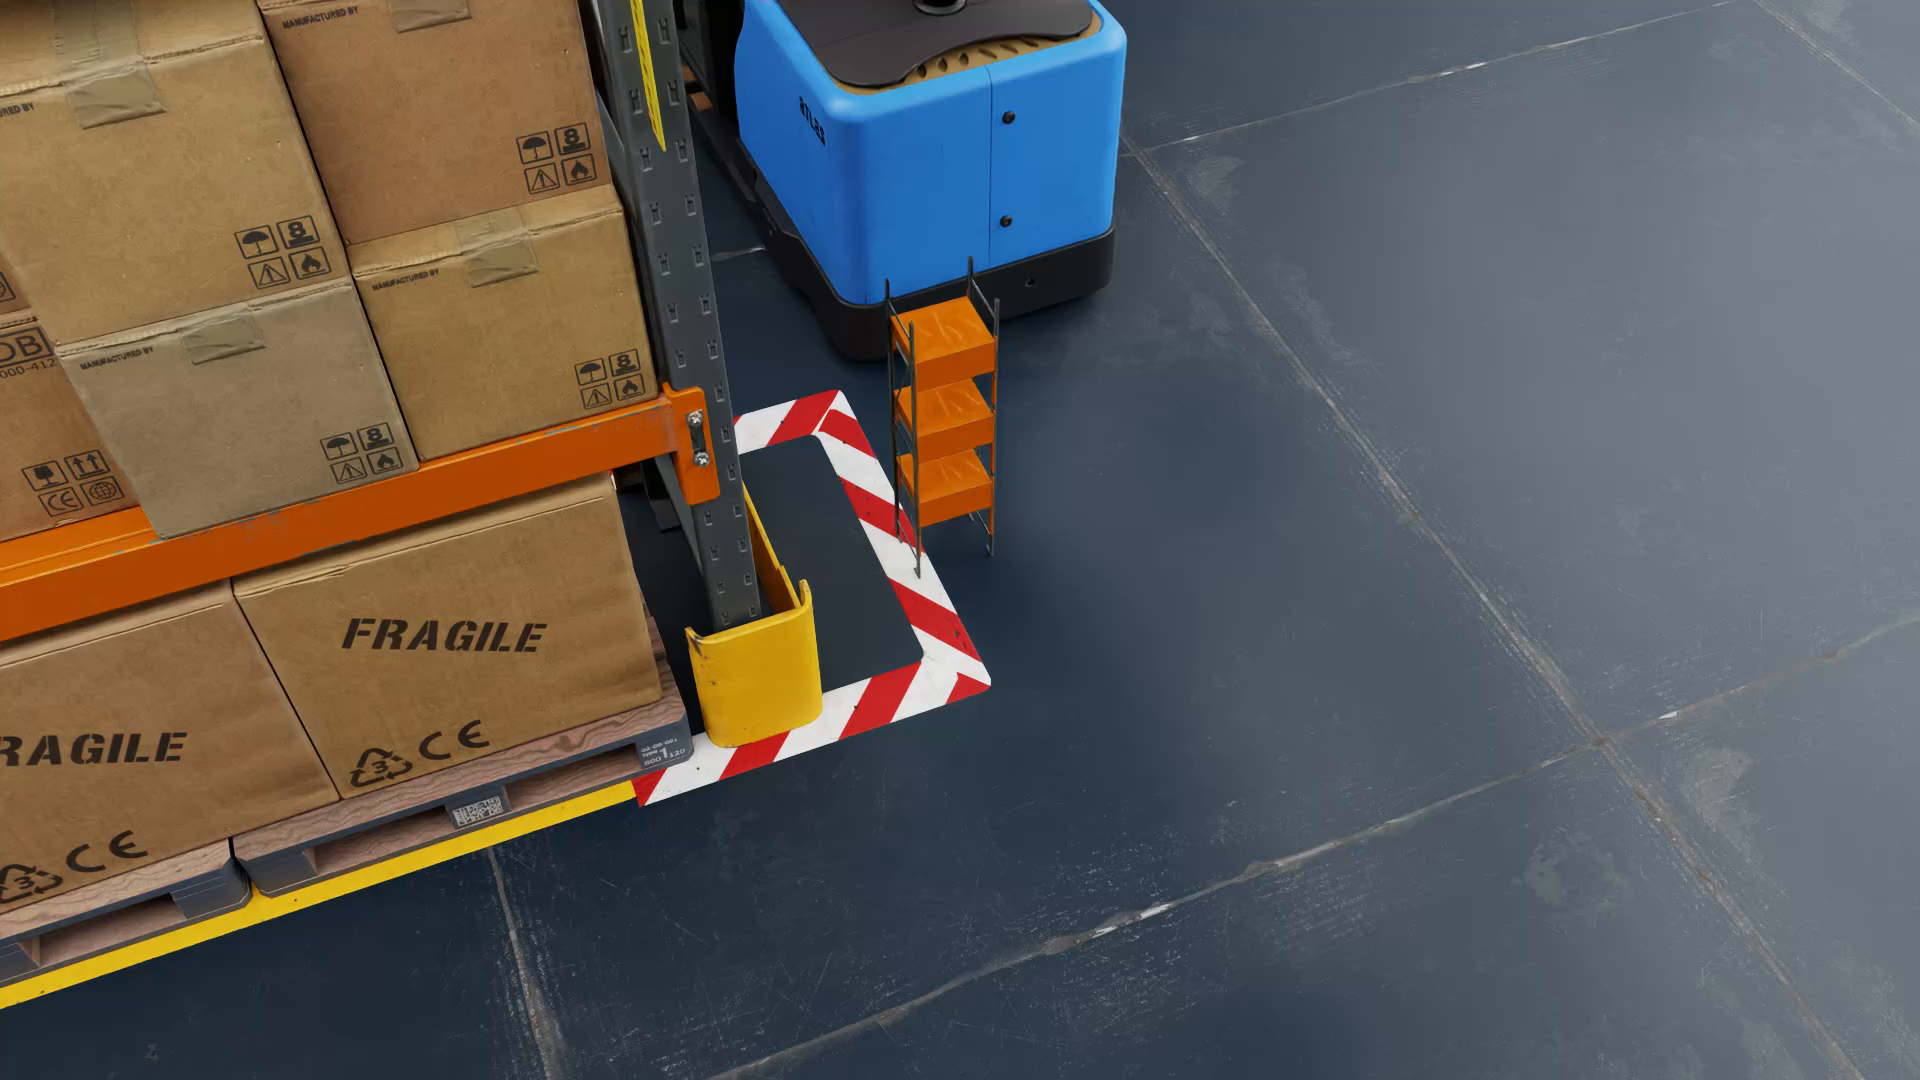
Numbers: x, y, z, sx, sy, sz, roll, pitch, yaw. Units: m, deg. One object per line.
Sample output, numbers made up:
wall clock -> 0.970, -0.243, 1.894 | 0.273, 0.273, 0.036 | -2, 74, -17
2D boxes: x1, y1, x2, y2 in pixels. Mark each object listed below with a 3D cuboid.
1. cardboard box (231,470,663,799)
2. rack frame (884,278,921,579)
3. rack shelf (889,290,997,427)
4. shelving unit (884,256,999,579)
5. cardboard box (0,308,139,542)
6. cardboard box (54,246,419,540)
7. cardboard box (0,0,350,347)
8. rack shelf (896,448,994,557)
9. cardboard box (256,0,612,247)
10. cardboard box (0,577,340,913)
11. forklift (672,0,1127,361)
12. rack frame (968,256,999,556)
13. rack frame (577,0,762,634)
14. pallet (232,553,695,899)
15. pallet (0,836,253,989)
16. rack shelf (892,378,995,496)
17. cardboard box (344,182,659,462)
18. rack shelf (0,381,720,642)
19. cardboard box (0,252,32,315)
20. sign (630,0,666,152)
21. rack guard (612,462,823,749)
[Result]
cardboard box -> -1.383, -0.024, 4.417 | 0.875, 0.875, 0.875 | -17, 51, -14
rack frame -> -0.162, -0.292, 4.808 | 0.008, 1.050, 0.200 | -17, 52, -14
rack shelf -> -0.049, -0.505, 4.631 | 0.240, 0.259, 0.215 | -17, 52, -14
shelving unit -> -0.049, -0.327, 4.839 | 0.252, 1.050, 0.215 | -17, 52, -14
cardboard box -> -2.174, -0.485, 3.591 | 0.550, 0.550, 0.875 | -17, 52, -14
cardboard box -> -1.608, -0.558, 3.653 | 0.550, 0.550, 0.875 | -17, 52, -14
cardboard box -> -1.613, -0.919, 3.251 | 0.550, 0.550, 0.875 | -17, 52, -14
rack shelf -> -0.049, -0.139, 5.057 | 0.240, 0.259, 0.215 | -17, 52, -14
cardboard box -> -1.139, -1.142, 3.443 | 0.550, 0.550, 0.875 | -17, 52, -14
cardboard box -> -2.197, 0.230, 4.199 | 0.875, 0.875, 0.875 | -18, 52, -15
forklift -> -0.533, -2.702, 5.639 | 1.130, 2.935, 3.031 | -19, 52, -16
rack frame -> 0.064, -0.362, 4.869 | 0.008, 1.050, 0.200 | -17, 52, -14
rack frame -> -0.781, -0.820, 3.977 | 0.127, 3.000, 1.000 | -17, 52, -14
pallet -> -1.491, 0.373, 4.791 | 1.213, 0.211, 1.003 | -17, 52, -14
pallet -> -2.619, 0.720, 4.493 | 1.213, 0.211, 1.003 | -17, 52, -14
rack shelf -> -0.049, -0.320, 4.847 | 0.240, 0.259, 0.215 | -17, 52, -14
cardboard box -> -1.107, -0.731, 3.801 | 0.550, 0.550, 0.875 | -17, 52, -14
rack shelf -> -2.632, -0.012, 3.757 | 4.000, 0.370, 1.077 | -17, 52, -14
cardboard box -> -2.183, -0.854, 3.195 | 0.550, 0.550, 0.875 | -17, 52, -14
sign -> -0.588, -0.890, 3.117 | 0.005, 0.325, 0.100 | -17, 52, -14
rack guard -> -0.758, -0.013, 4.931 | 0.348, 0.500, 1.175 | -17, 52, -14
